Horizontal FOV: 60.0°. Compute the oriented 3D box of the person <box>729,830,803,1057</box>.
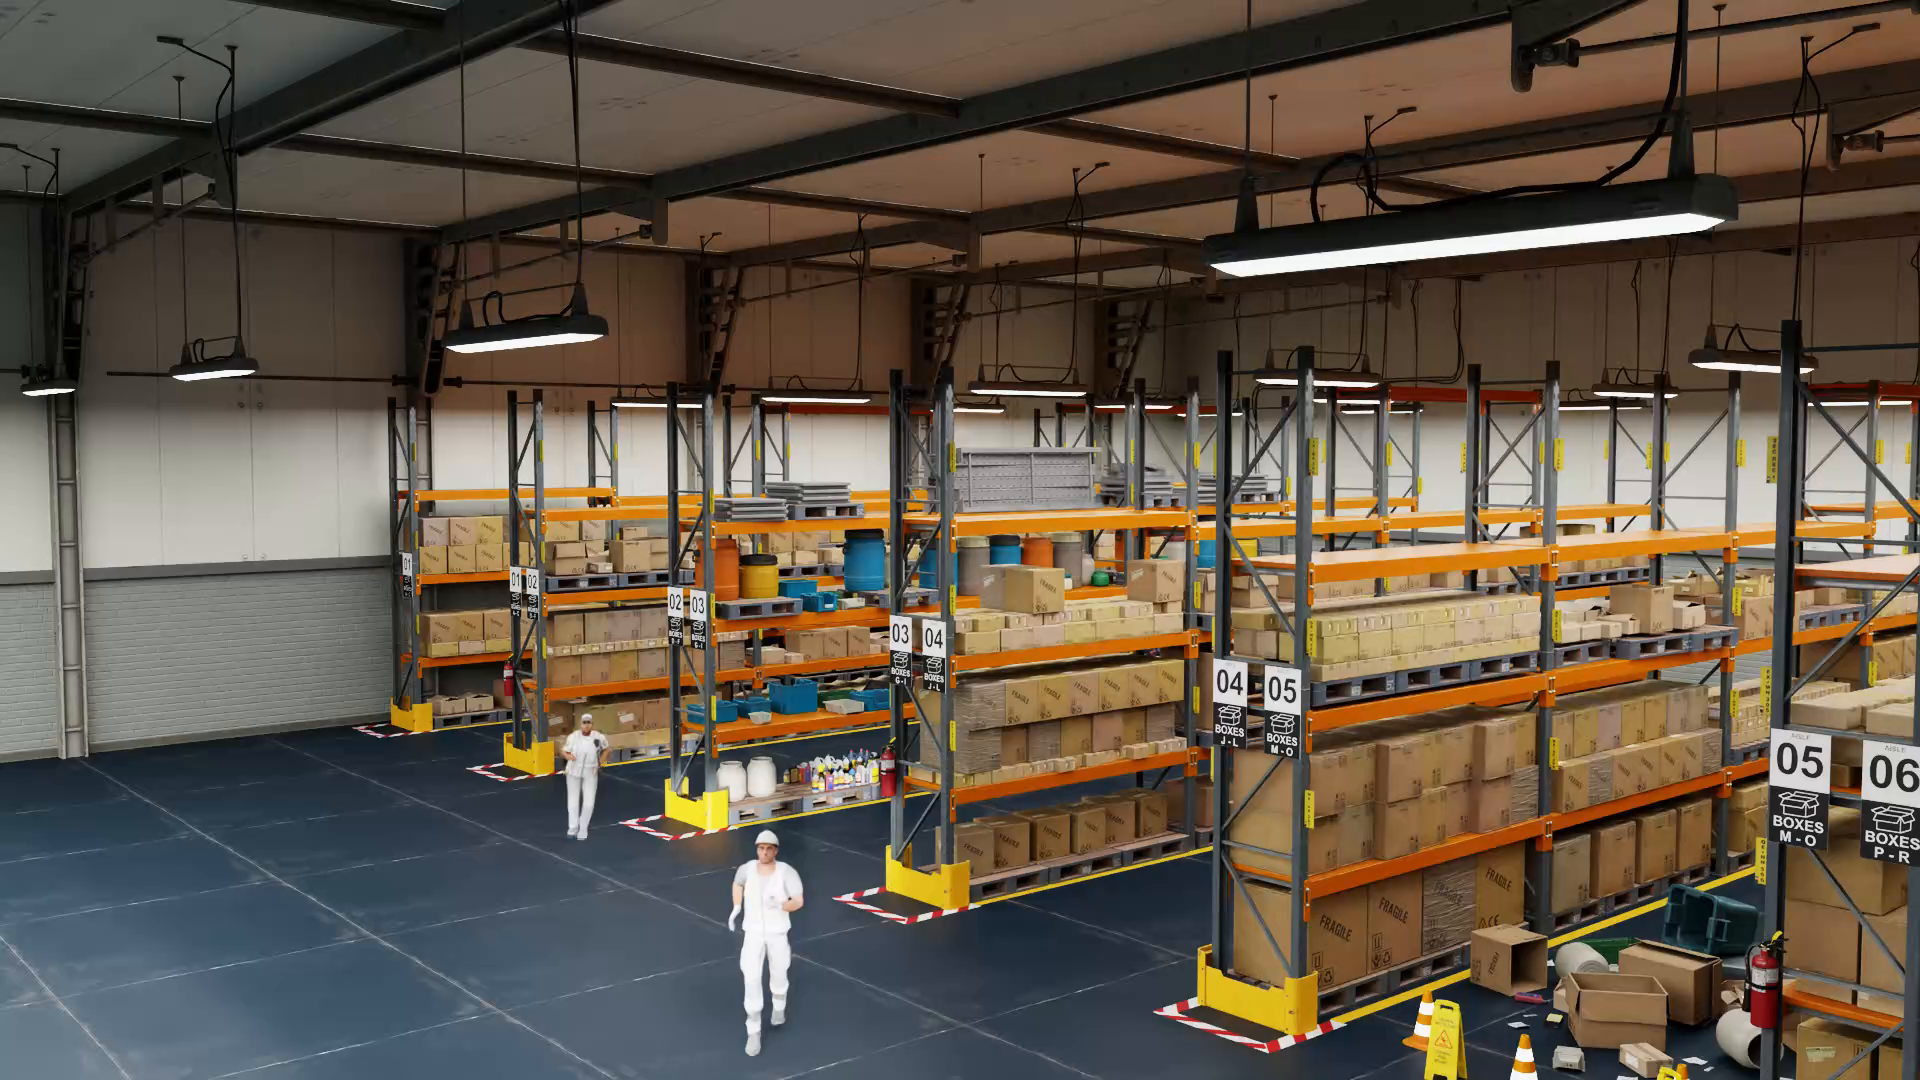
[{"bbox_3d":[-1.674,3.415,14.366,0.654,1.834,0.835,0,3,-1],"label":"person"}]

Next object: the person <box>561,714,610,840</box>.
[{"bbox_3d":[-4.879,3.093,21.664,0.608,1.675,0.660,0,3,-8],"label":"person"}]
